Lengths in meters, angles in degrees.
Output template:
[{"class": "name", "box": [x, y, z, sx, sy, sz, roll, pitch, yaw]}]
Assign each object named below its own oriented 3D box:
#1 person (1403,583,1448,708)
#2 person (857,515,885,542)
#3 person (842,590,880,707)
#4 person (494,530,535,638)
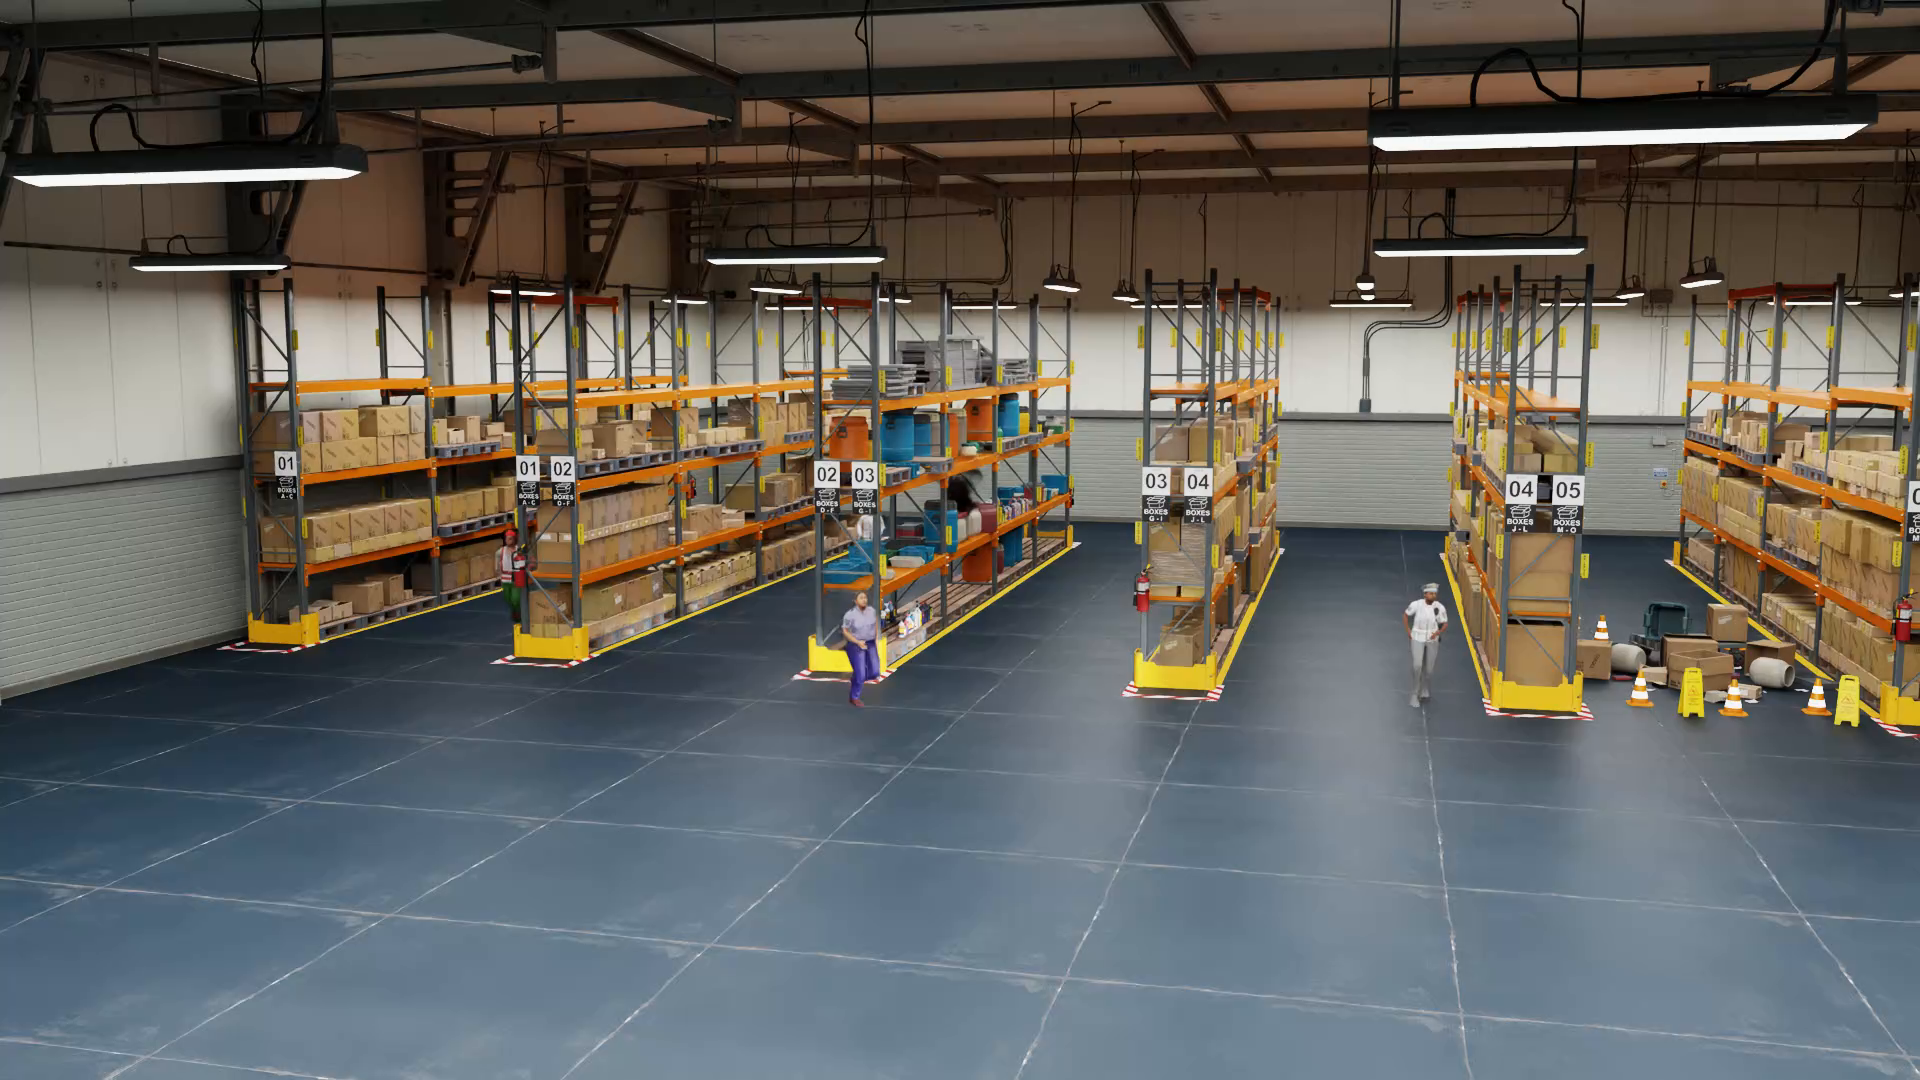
[{"class": "person", "box": [6.435, 1.433, 22.979, 0.581, 1.725, 0.719, 1, 7, 8]}, {"class": "person", "box": [-1.858, -0.067, 34.800, 0.549, 1.561, 0.534, 0, 7, 1]}, {"class": "person", "box": [-1.339, 1.494, 22.859, 0.630, 1.599, 0.615, -5, 8, -34]}, {"class": "person", "box": [-7.592, 0.744, 28.220, 0.630, 1.836, 0.764, 1, 7, 9]}]
